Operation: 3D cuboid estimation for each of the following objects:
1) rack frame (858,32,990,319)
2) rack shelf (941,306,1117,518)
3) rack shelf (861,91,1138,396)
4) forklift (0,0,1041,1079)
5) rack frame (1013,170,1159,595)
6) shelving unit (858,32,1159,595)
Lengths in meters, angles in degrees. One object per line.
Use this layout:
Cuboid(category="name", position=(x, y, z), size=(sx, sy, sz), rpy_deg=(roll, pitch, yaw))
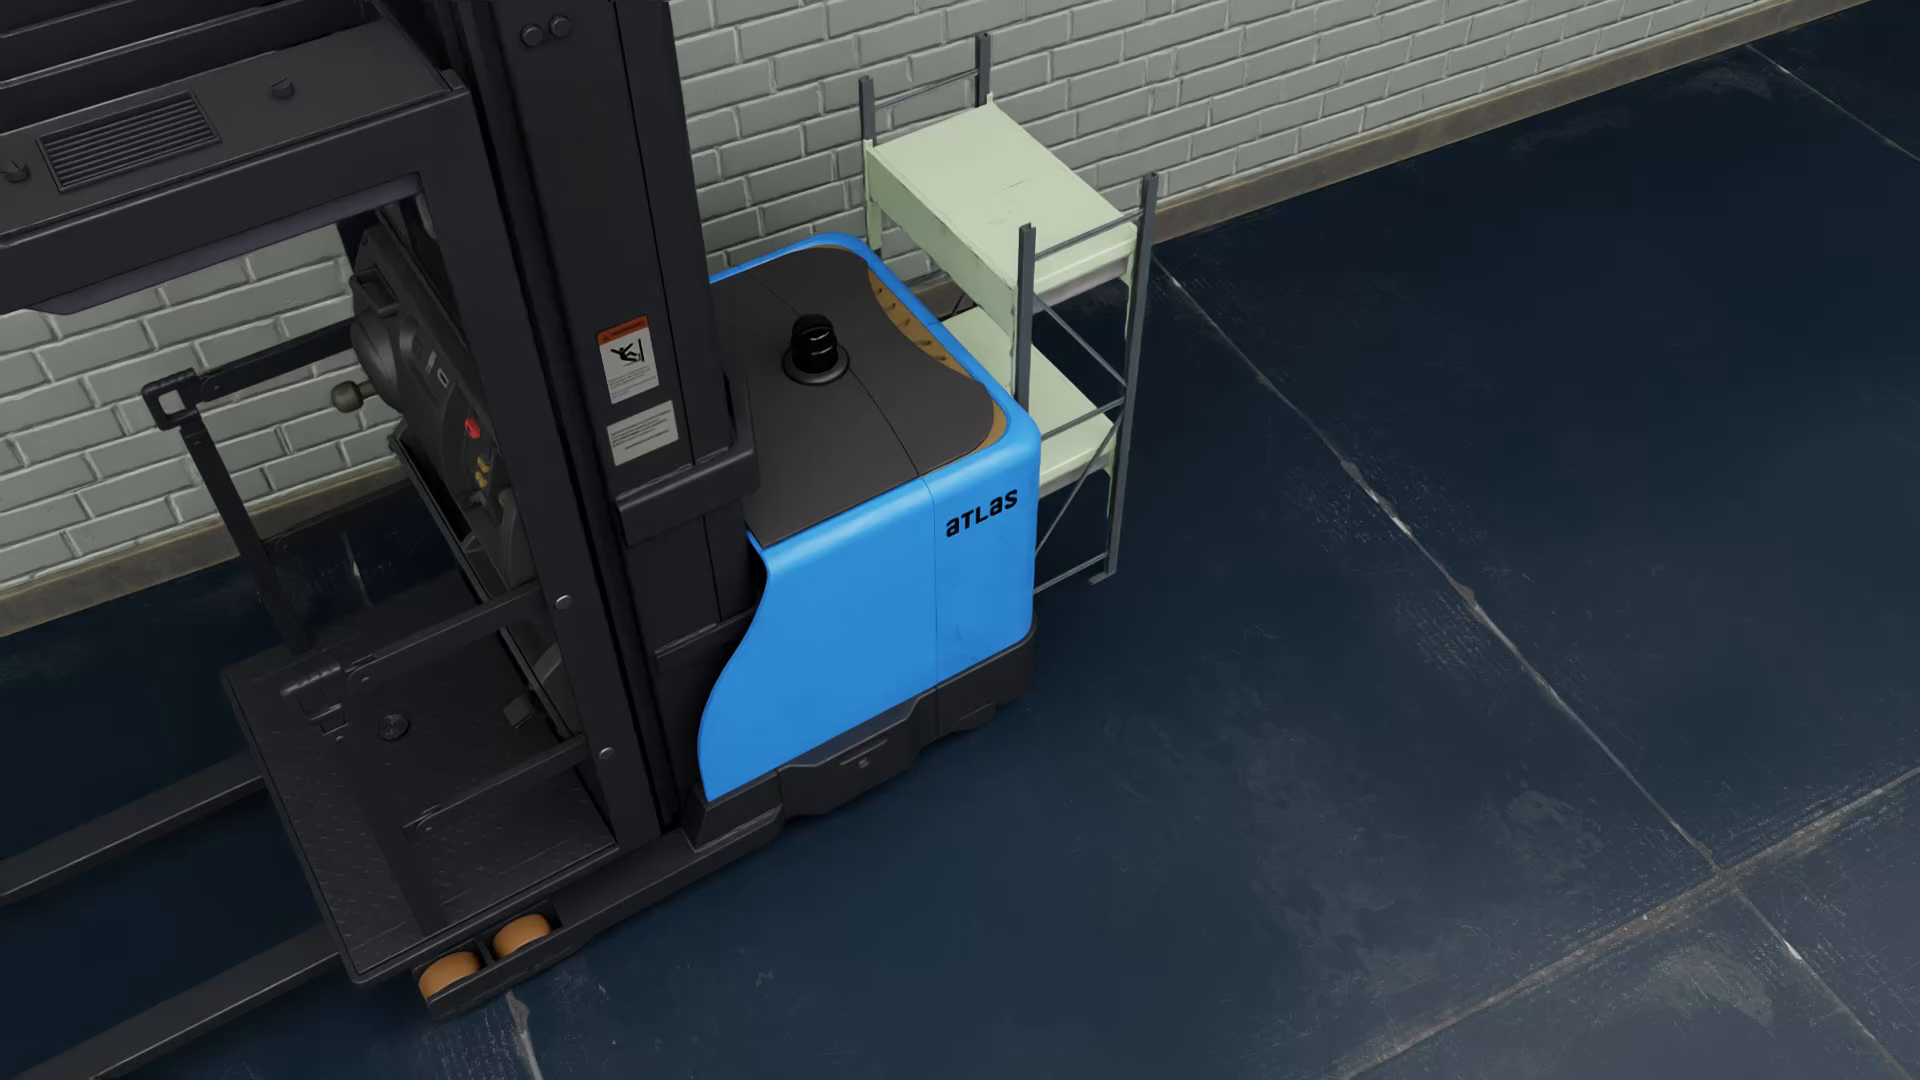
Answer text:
Cuboid(category="rack frame", position=(-0.091, -0.776, 4.933), size=(0.400, 1.500, 0.023), rpy_deg=(-26, 54, -21))
Cuboid(category="rack shelf", position=(0.110, -0.332, 4.977), size=(0.431, 0.370, 0.720), rpy_deg=(-26, 54, -21))
Cuboid(category="rack shelf", position=(0.110, -0.803, 4.438), size=(0.431, 0.370, 0.720), rpy_deg=(-26, 54, -21))
Cuboid(category="forklift", position=(-1.301, -0.228, 3.502), size=(3.031, 2.935, 1.130), rpy_deg=(-26, 54, -21))
Cuboid(category="rack frame", position=(0.311, -0.316, 4.530), size=(0.400, 1.500, 0.023), rpy_deg=(-26, 54, -21))
Cuboid(category="shelving unit", position=(0.110, -0.546, 4.731), size=(0.431, 1.500, 0.755), rpy_deg=(-26, 54, -21))
